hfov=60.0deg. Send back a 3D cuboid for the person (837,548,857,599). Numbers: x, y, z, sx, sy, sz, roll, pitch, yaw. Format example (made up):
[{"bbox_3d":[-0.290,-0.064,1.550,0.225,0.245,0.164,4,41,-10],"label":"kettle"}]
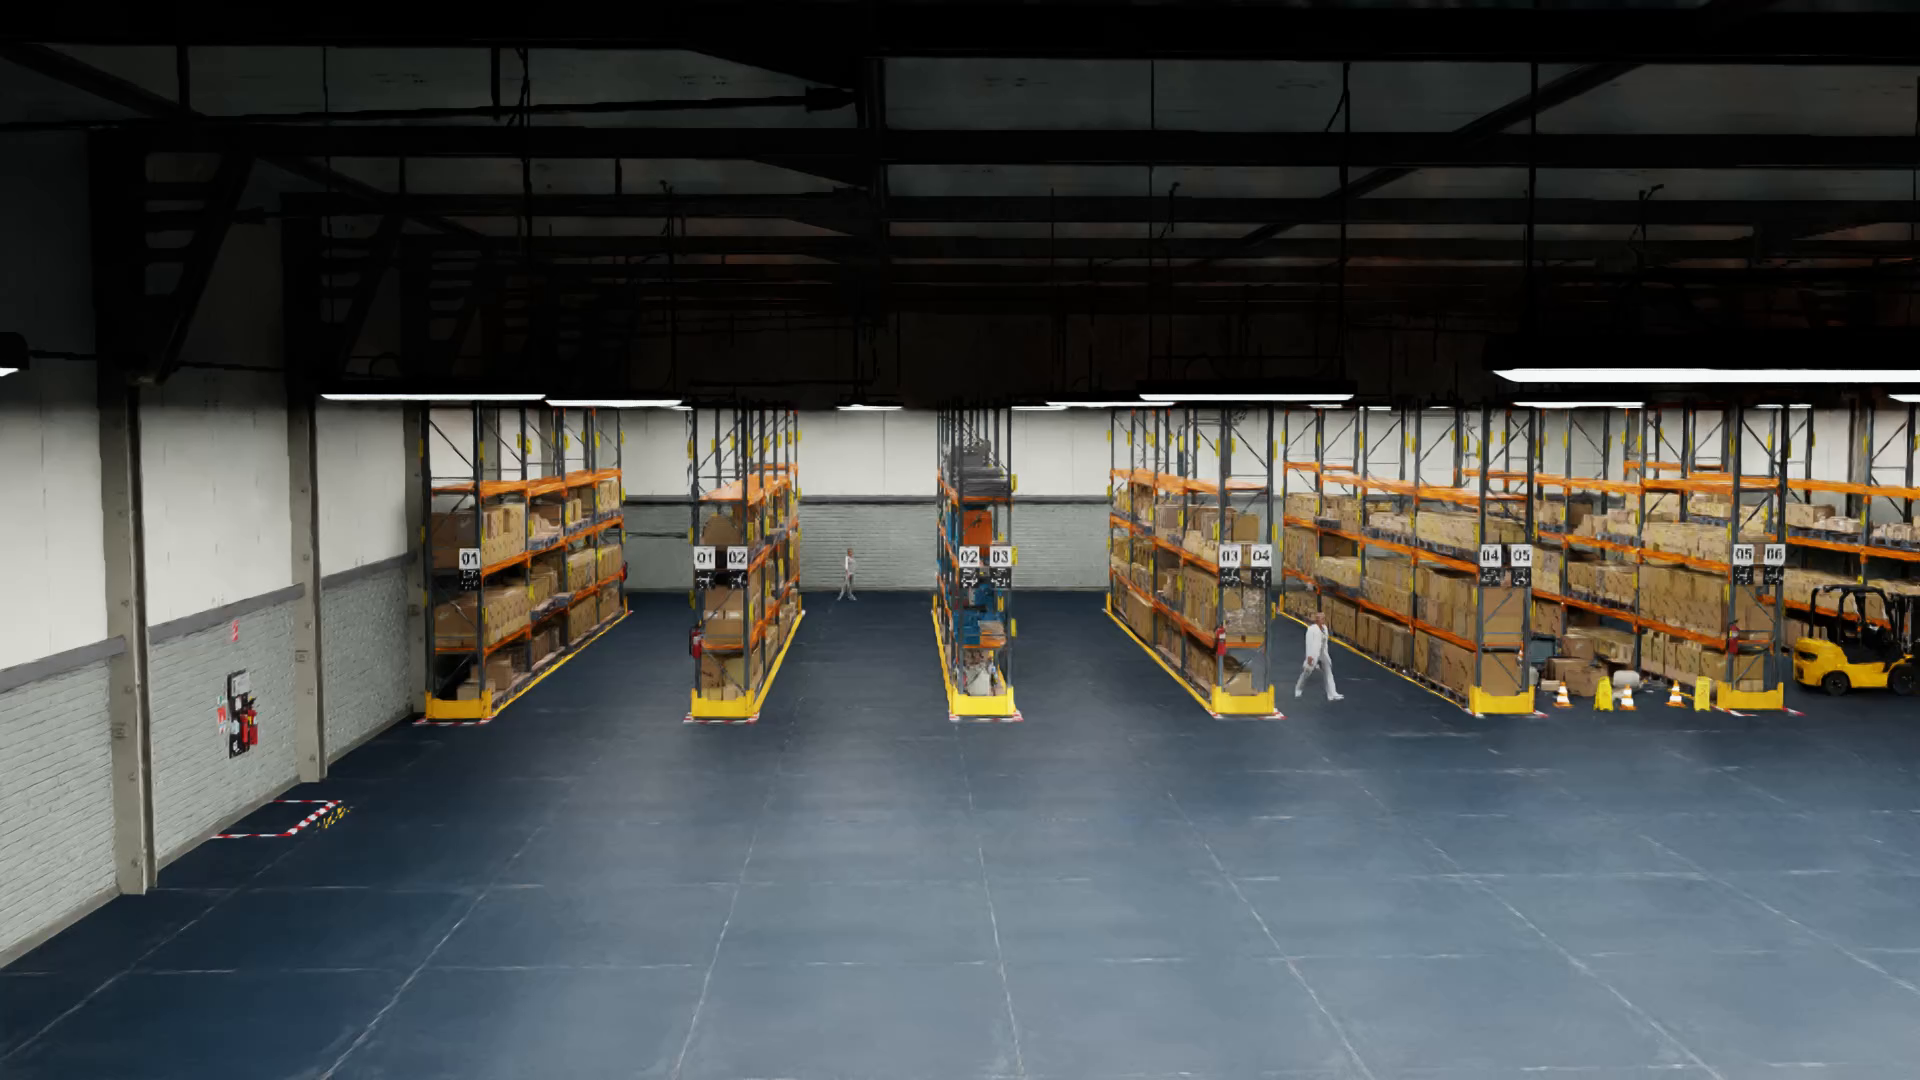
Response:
[{"bbox_3d":[-3.450,1.029,50.576,0.436,1.592,0.584,3,5,36],"label":"person"}]

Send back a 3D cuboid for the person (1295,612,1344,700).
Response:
[{"bbox_3d":[7.080,2.281,33.003,0.610,1.710,1.011,-2,5,-28],"label":"person"}]

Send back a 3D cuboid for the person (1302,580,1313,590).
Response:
[{"bbox_3d":[10.296,1.049,48.864,0.393,1.782,0.629,-3,5,-32],"label":"person"}]
